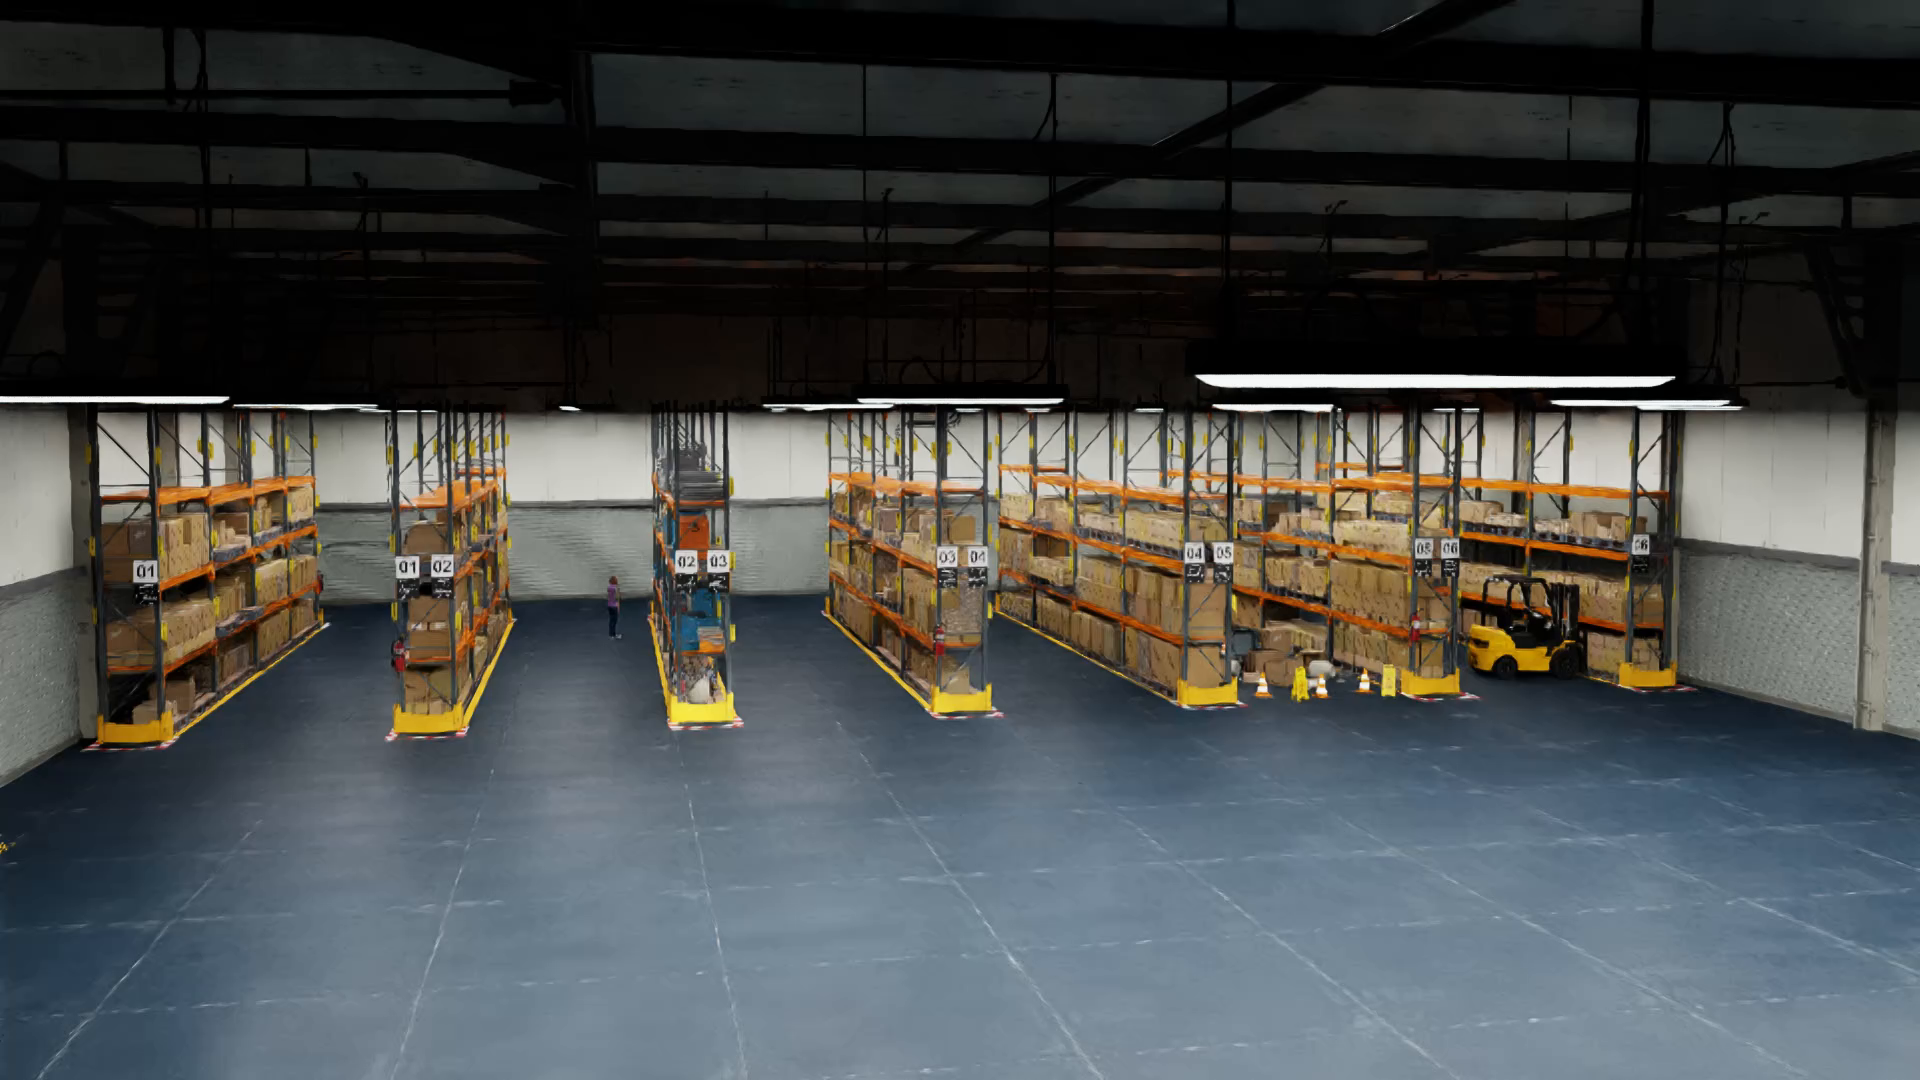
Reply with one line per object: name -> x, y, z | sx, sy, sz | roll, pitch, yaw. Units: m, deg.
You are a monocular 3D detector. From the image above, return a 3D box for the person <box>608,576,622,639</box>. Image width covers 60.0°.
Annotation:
person -> -8.808, 1.713, 42.462 | 0.381, 1.602, 0.469 | -4, 6, -43
